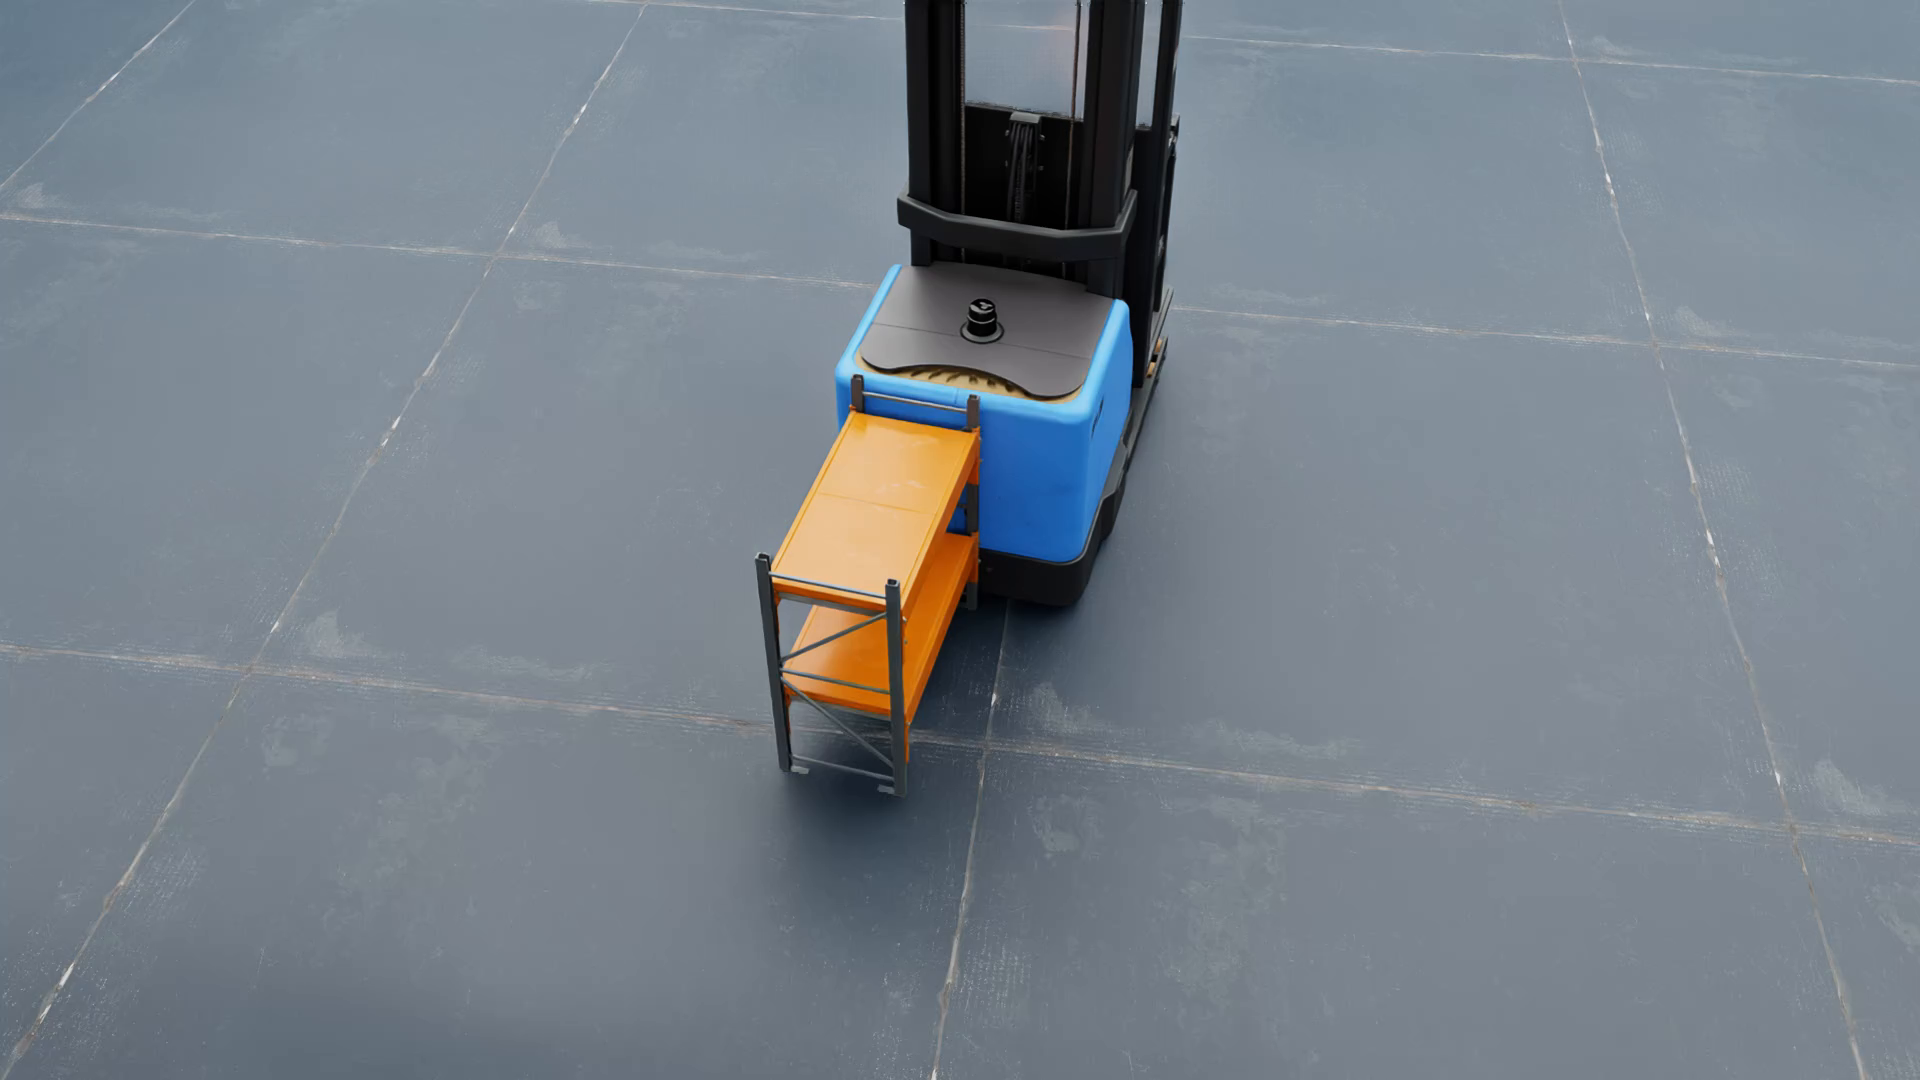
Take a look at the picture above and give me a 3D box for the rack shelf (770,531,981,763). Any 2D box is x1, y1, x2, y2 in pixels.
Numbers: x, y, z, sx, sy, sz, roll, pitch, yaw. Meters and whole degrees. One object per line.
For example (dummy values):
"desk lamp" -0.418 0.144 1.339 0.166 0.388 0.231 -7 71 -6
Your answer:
"rack shelf" -0.306 0.346 6.444 0.538 0.278 1.000 11 45 11

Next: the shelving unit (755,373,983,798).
"shelving unit" -0.306 0.169 6.276 0.538 1.125 1.048 11 45 11

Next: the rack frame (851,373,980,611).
"rack frame" -0.169 -0.168 6.632 0.500 1.125 0.032 11 45 11

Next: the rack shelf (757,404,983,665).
"rack shelf" -0.306 -0.044 6.075 0.538 0.278 1.000 11 45 11

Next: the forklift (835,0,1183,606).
"forklift" 0.387 -1.820 7.063 1.130 2.935 3.031 11 45 11

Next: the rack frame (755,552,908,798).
"rack frame" -0.443 0.505 5.920 0.500 1.125 0.032 11 45 11
